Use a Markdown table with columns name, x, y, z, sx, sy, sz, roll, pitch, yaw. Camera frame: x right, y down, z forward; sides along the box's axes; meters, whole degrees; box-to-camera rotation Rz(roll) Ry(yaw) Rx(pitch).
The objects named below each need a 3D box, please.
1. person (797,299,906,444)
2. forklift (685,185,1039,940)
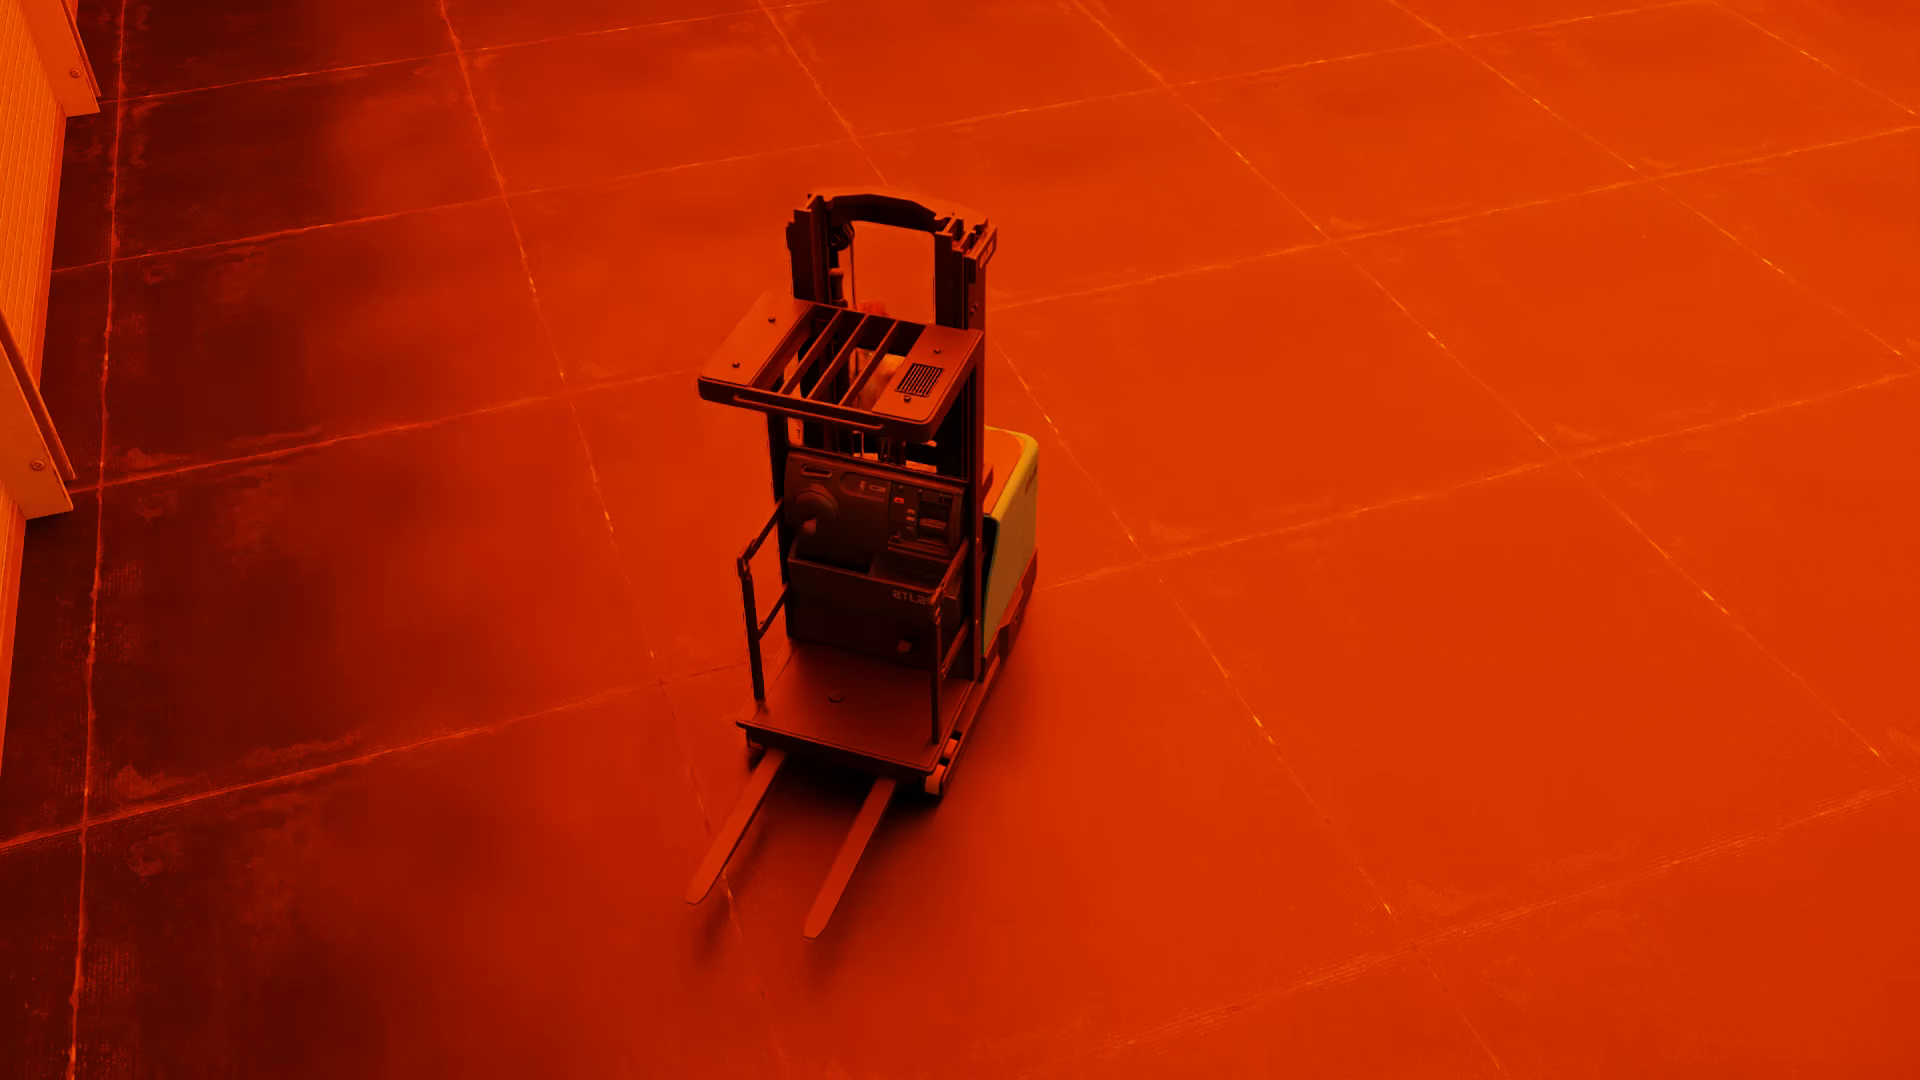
| name | x | y | z | sx | sy | sz | roll | pitch | yaw |
| --- | --- | --- | --- | --- | --- | --- | --- | --- | --- |
| person | -0.556 | -0.901 | 10.245 | 0.955 | 1.450 | 0.685 | 0 | 40 | 0 |
| forklift | -0.501 | -0.087 | 8.100 | 1.130 | 2.935 | 3.031 | 12 | 42 | 14 |
